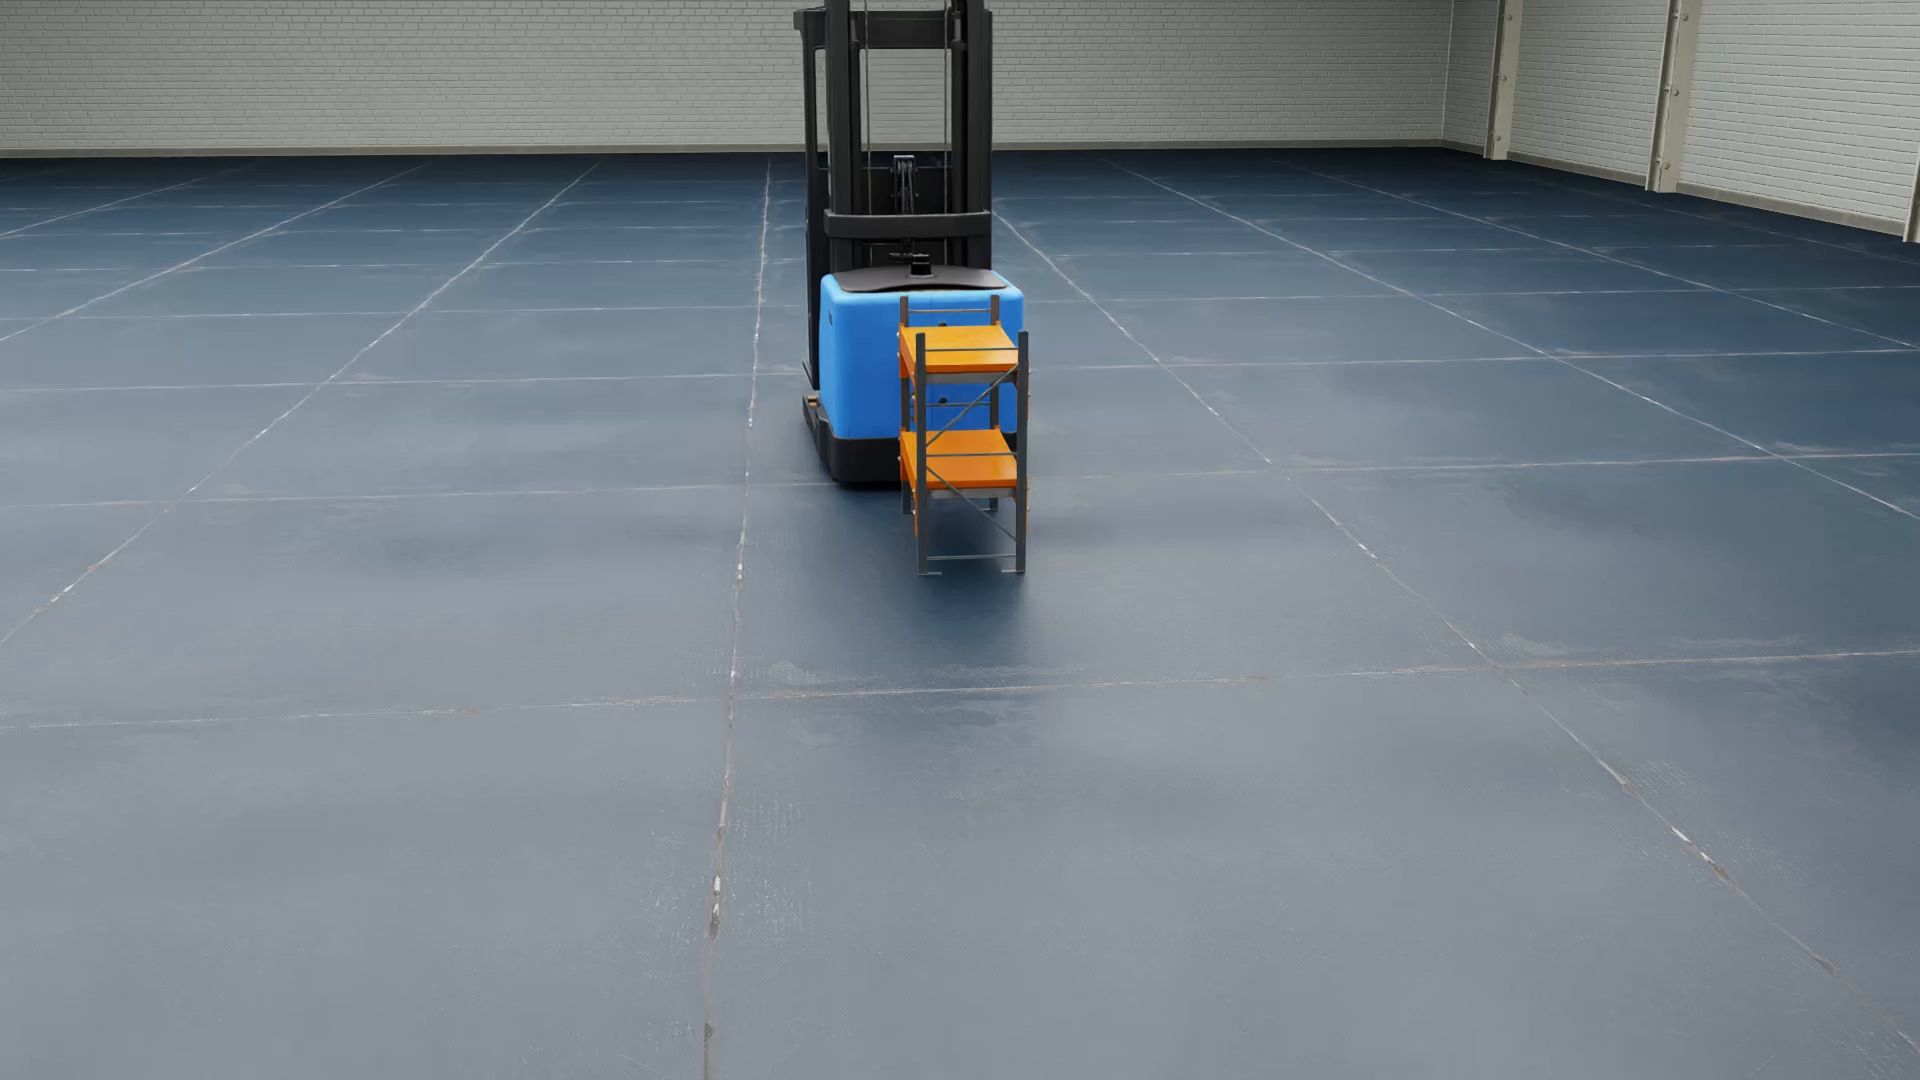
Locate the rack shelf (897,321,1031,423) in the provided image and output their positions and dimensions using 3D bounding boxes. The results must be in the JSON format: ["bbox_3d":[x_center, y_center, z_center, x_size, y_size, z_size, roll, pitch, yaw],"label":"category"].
[{"bbox_3d":[0.001,-0.814,7.915,0.538,0.278,1.000,-2,18,-6],"label":"rack shelf"}]

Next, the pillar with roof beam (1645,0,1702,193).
[{"bbox_3d":[6.113,-9.332,22.878,9.100,9.000,0.400,-2,18,-6],"label":"pillar with roof beam"}]

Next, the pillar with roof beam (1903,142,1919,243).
[{"bbox_3d":[6.732,-7.544,17.184,9.100,9.000,0.400,-2,18,-6],"label":"pillar with roof beam"}]

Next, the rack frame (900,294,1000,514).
[{"bbox_3d":[-0.052,-0.686,8.485,0.500,1.125,0.032,-2,18,-6],"label":"rack frame"}]

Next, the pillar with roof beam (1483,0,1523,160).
[{"bbox_3d":[5.494,-11.119,28.572,9.100,9.000,0.400,-2,18,-6],"label":"pillar with roof beam"}]

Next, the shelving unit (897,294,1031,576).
[{"bbox_3d":[0.001,-0.535,8.002,0.538,1.125,1.048,-2,18,-6],"label":"shelving unit"}]

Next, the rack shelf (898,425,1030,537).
[{"bbox_3d":[0.001,-0.301,8.075,0.538,0.278,1.000,-2,18,-6],"label":"rack shelf"}]

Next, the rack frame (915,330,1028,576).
[{"bbox_3d":[0.053,-0.383,7.520,0.500,1.125,0.032,-2,18,-6],"label":"rack frame"}]

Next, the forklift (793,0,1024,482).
[{"bbox_3d":[-0.398,-2.106,9.994,1.130,2.935,3.031,-3,18,-9],"label":"forklift"}]
